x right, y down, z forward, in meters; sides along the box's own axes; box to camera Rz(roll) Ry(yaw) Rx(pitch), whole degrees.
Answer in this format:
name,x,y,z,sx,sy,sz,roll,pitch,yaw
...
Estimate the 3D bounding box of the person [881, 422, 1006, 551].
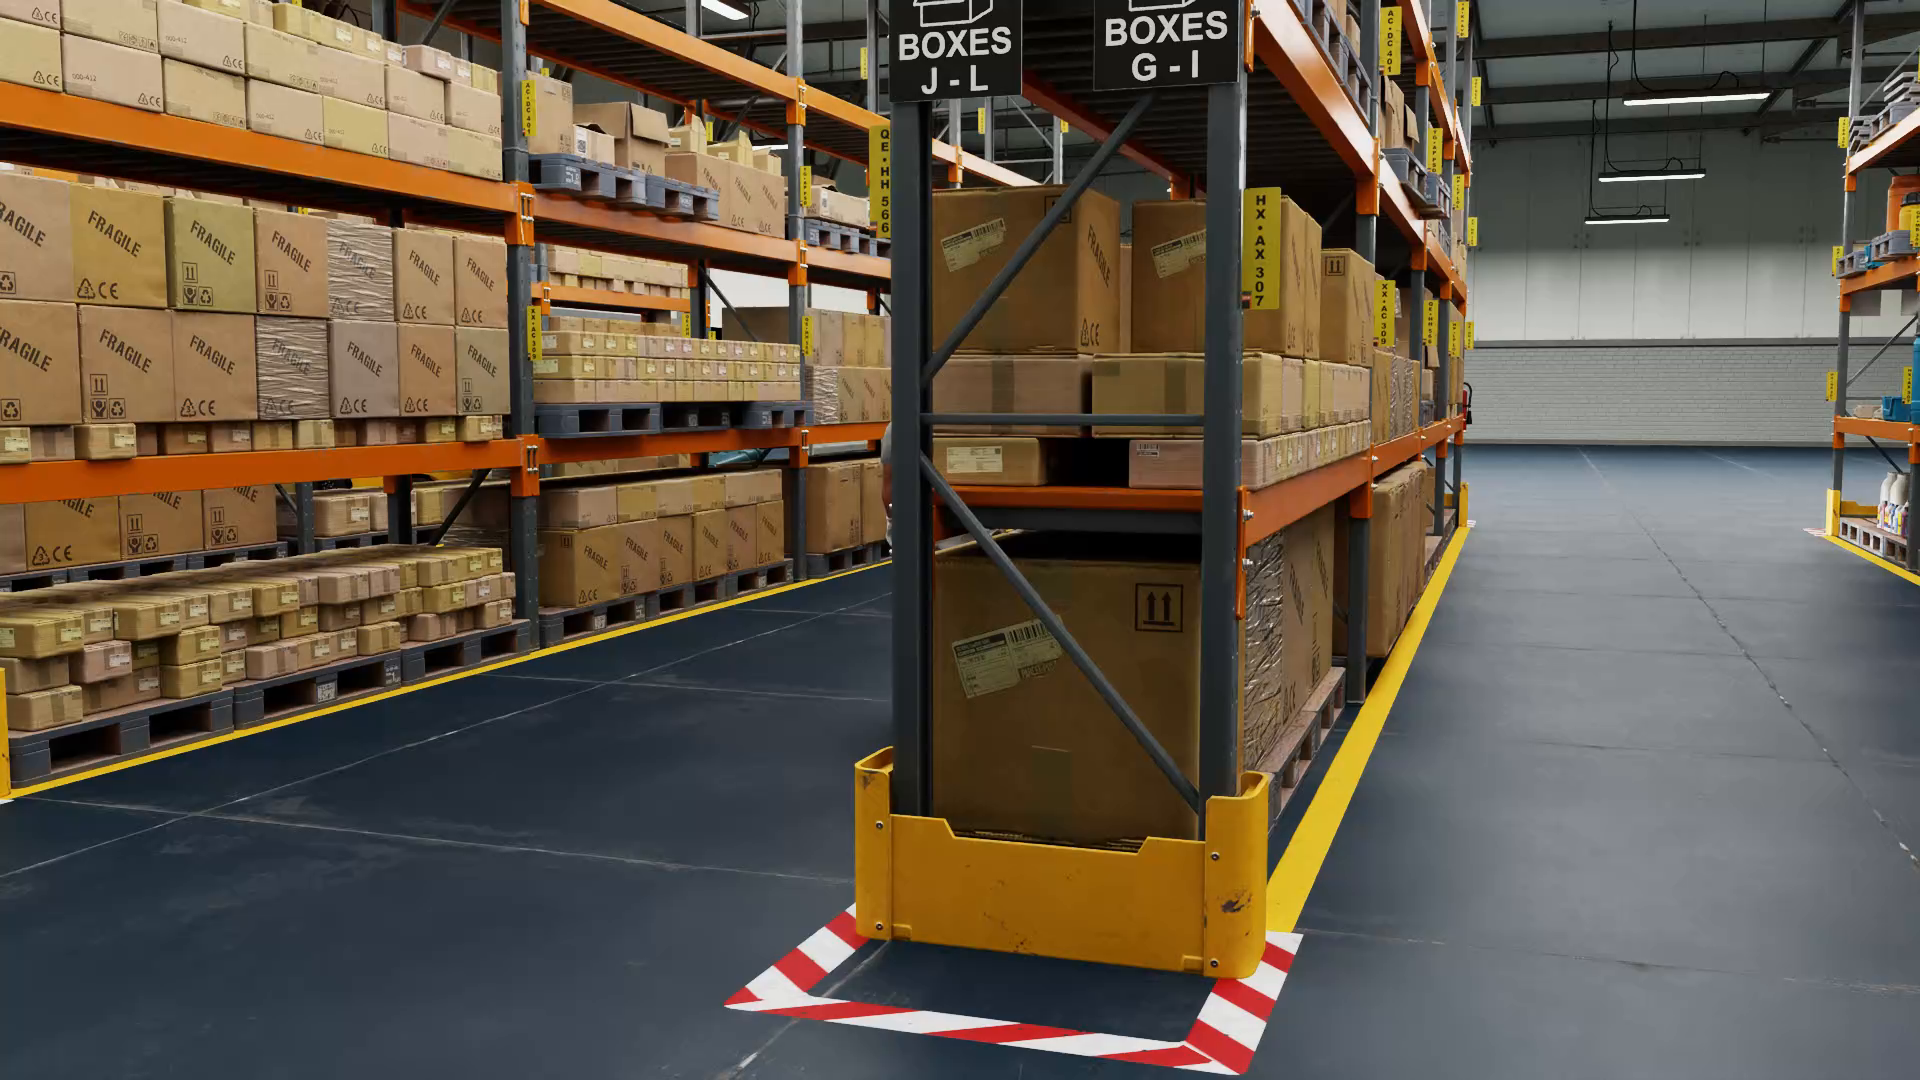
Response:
name,x,y,z,sx,sy,sz,roll,pitch,yaw
person,-0.058,-0.072,8.504,0.638,1.790,0.561,2,5,19
